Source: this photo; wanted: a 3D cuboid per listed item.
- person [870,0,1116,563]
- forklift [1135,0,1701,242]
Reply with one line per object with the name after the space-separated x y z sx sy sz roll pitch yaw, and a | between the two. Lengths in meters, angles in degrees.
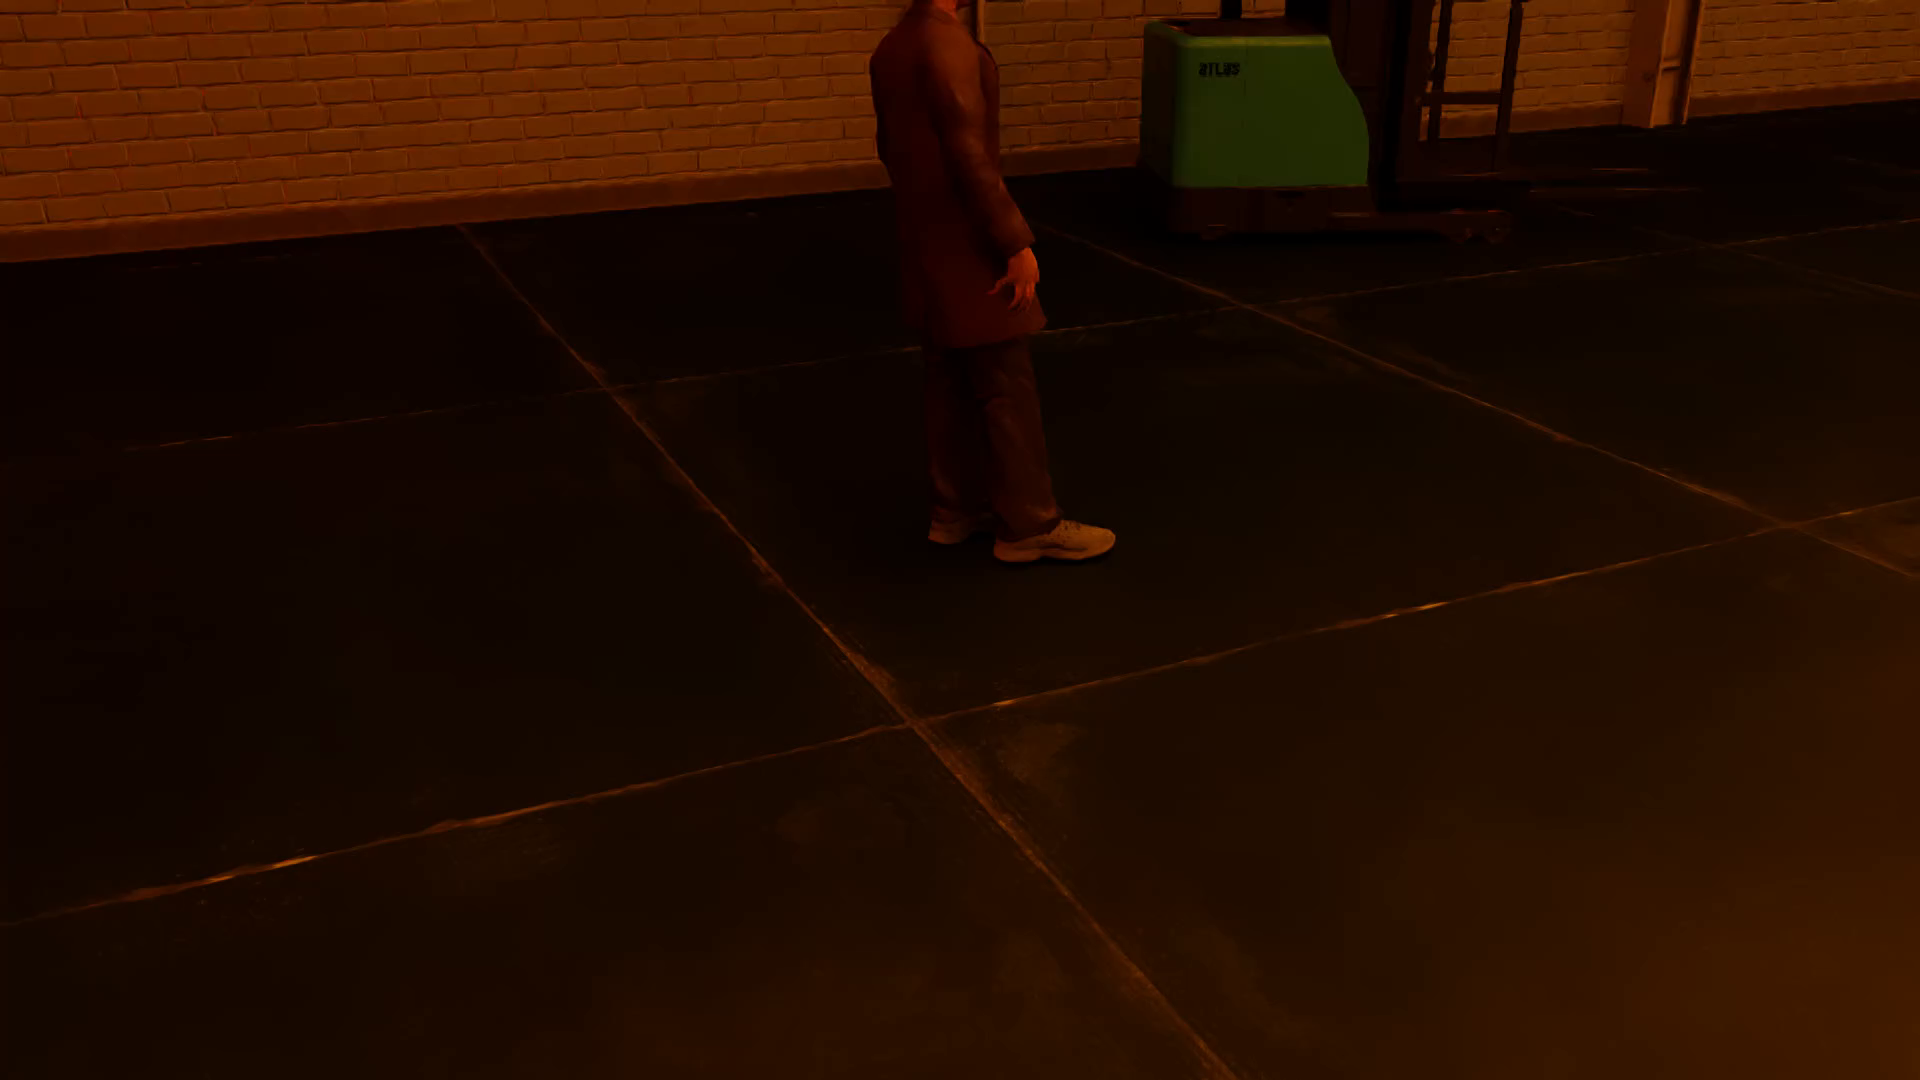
0.085 -0.841 4.795 0.580 1.776 0.694 -10 25 -23 | person
2.567 -3.168 8.913 3.031 2.935 1.130 -2 23 -5 | forklift
